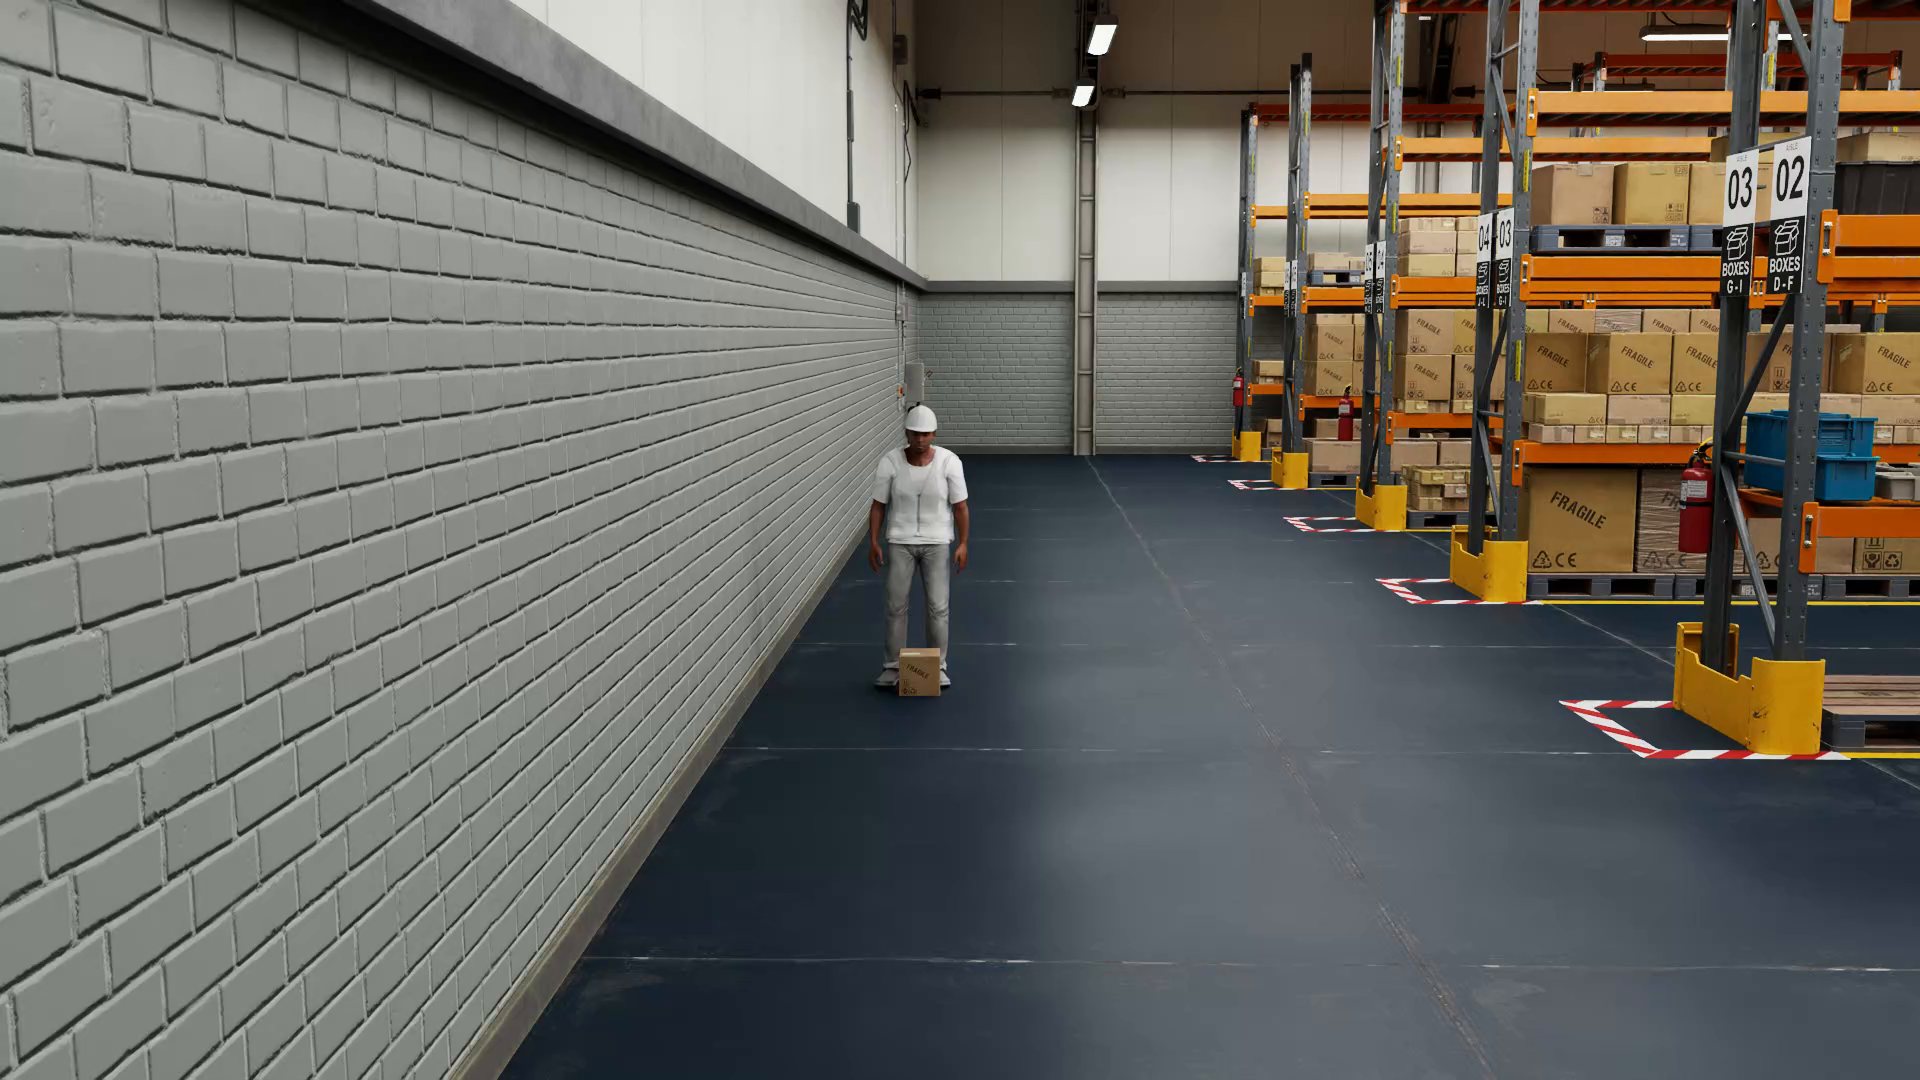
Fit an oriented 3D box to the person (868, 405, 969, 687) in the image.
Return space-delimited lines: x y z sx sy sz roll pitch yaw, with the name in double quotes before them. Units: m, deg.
"person" -0.259 0.040 10.392 0.628 1.758 0.456 0 7 2
